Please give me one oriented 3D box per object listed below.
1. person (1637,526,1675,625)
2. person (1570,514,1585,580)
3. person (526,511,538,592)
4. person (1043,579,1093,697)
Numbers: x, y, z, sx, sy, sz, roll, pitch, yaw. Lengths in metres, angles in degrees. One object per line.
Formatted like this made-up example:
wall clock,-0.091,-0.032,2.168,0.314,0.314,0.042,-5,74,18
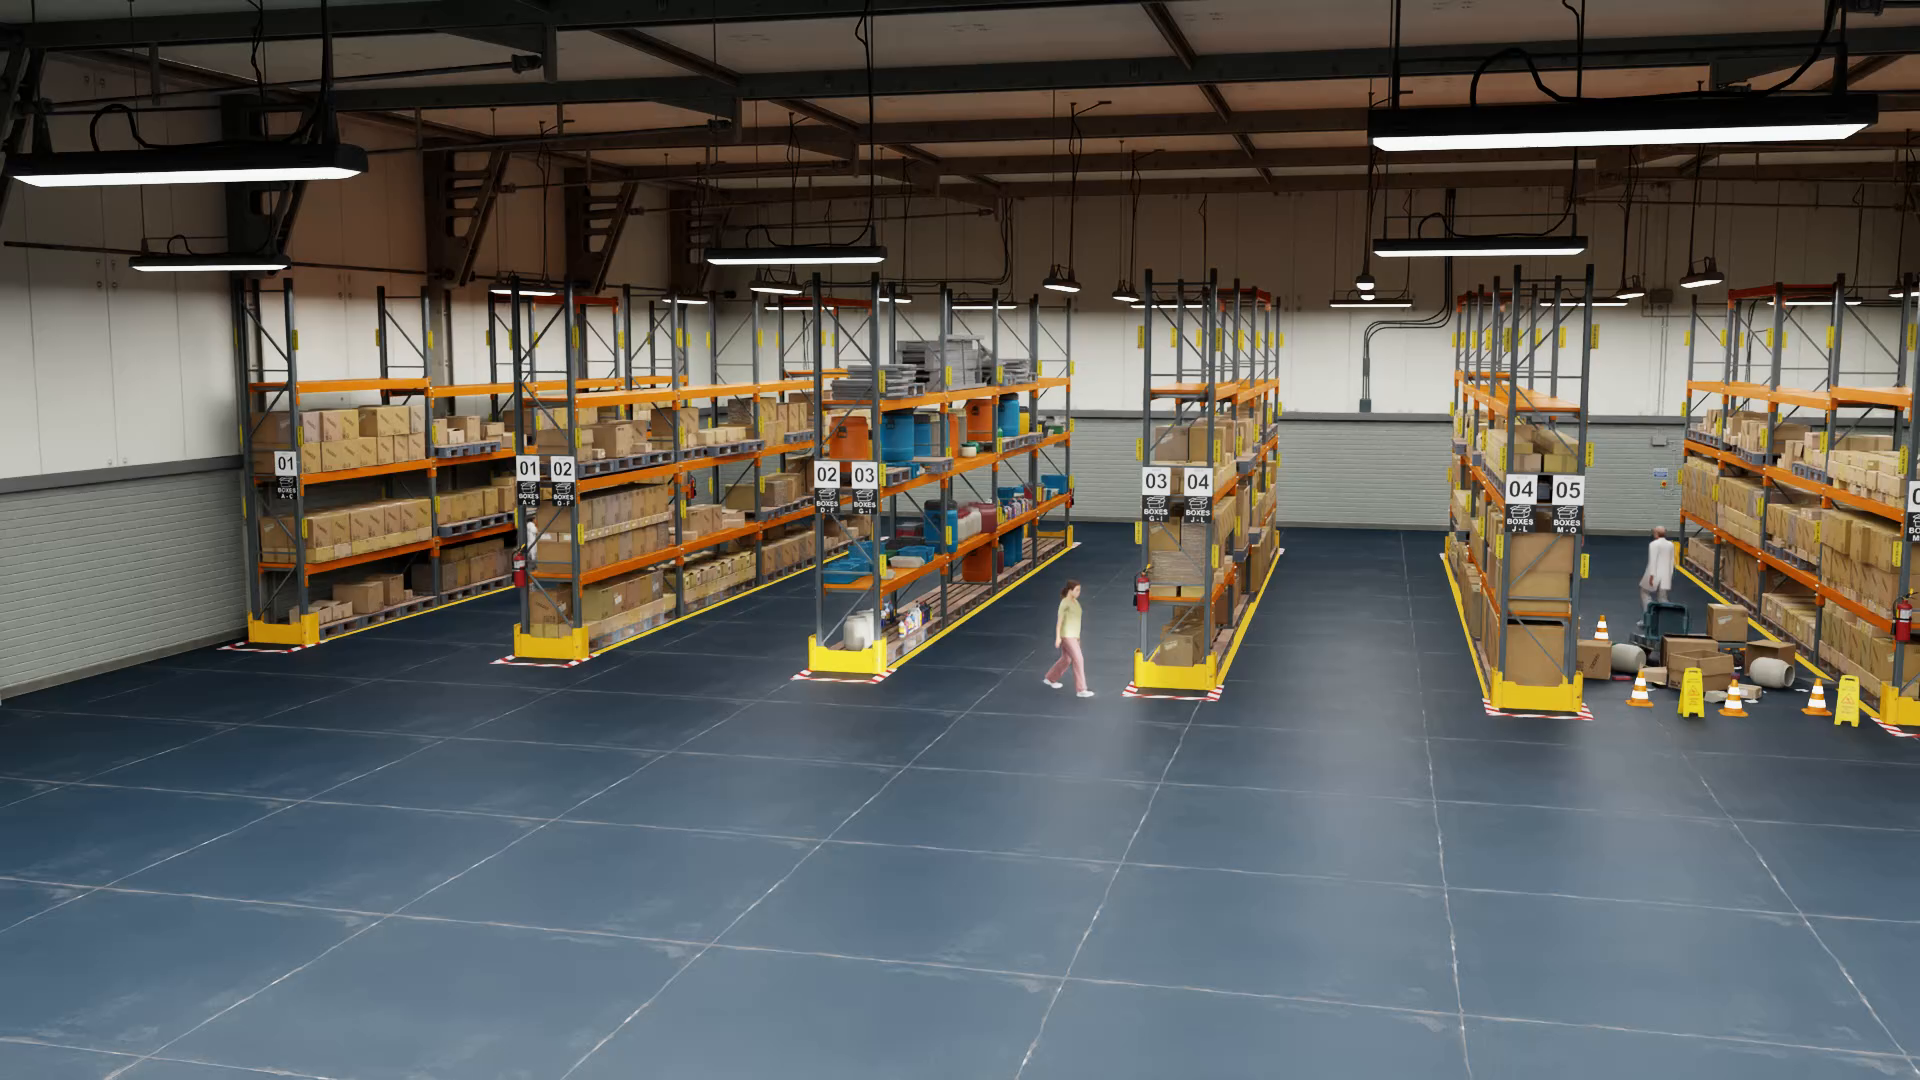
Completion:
person,12.194,0.653,28.966,0.579,1.780,0.617,0,7,2
person,12.824,-0.015,34.864,0.567,1.745,0.390,-1,7,-12
person,-8.410,0.262,32.602,0.519,1.665,0.463,3,8,26
person,1.547,1.369,23.602,0.892,1.642,0.458,3,8,25
